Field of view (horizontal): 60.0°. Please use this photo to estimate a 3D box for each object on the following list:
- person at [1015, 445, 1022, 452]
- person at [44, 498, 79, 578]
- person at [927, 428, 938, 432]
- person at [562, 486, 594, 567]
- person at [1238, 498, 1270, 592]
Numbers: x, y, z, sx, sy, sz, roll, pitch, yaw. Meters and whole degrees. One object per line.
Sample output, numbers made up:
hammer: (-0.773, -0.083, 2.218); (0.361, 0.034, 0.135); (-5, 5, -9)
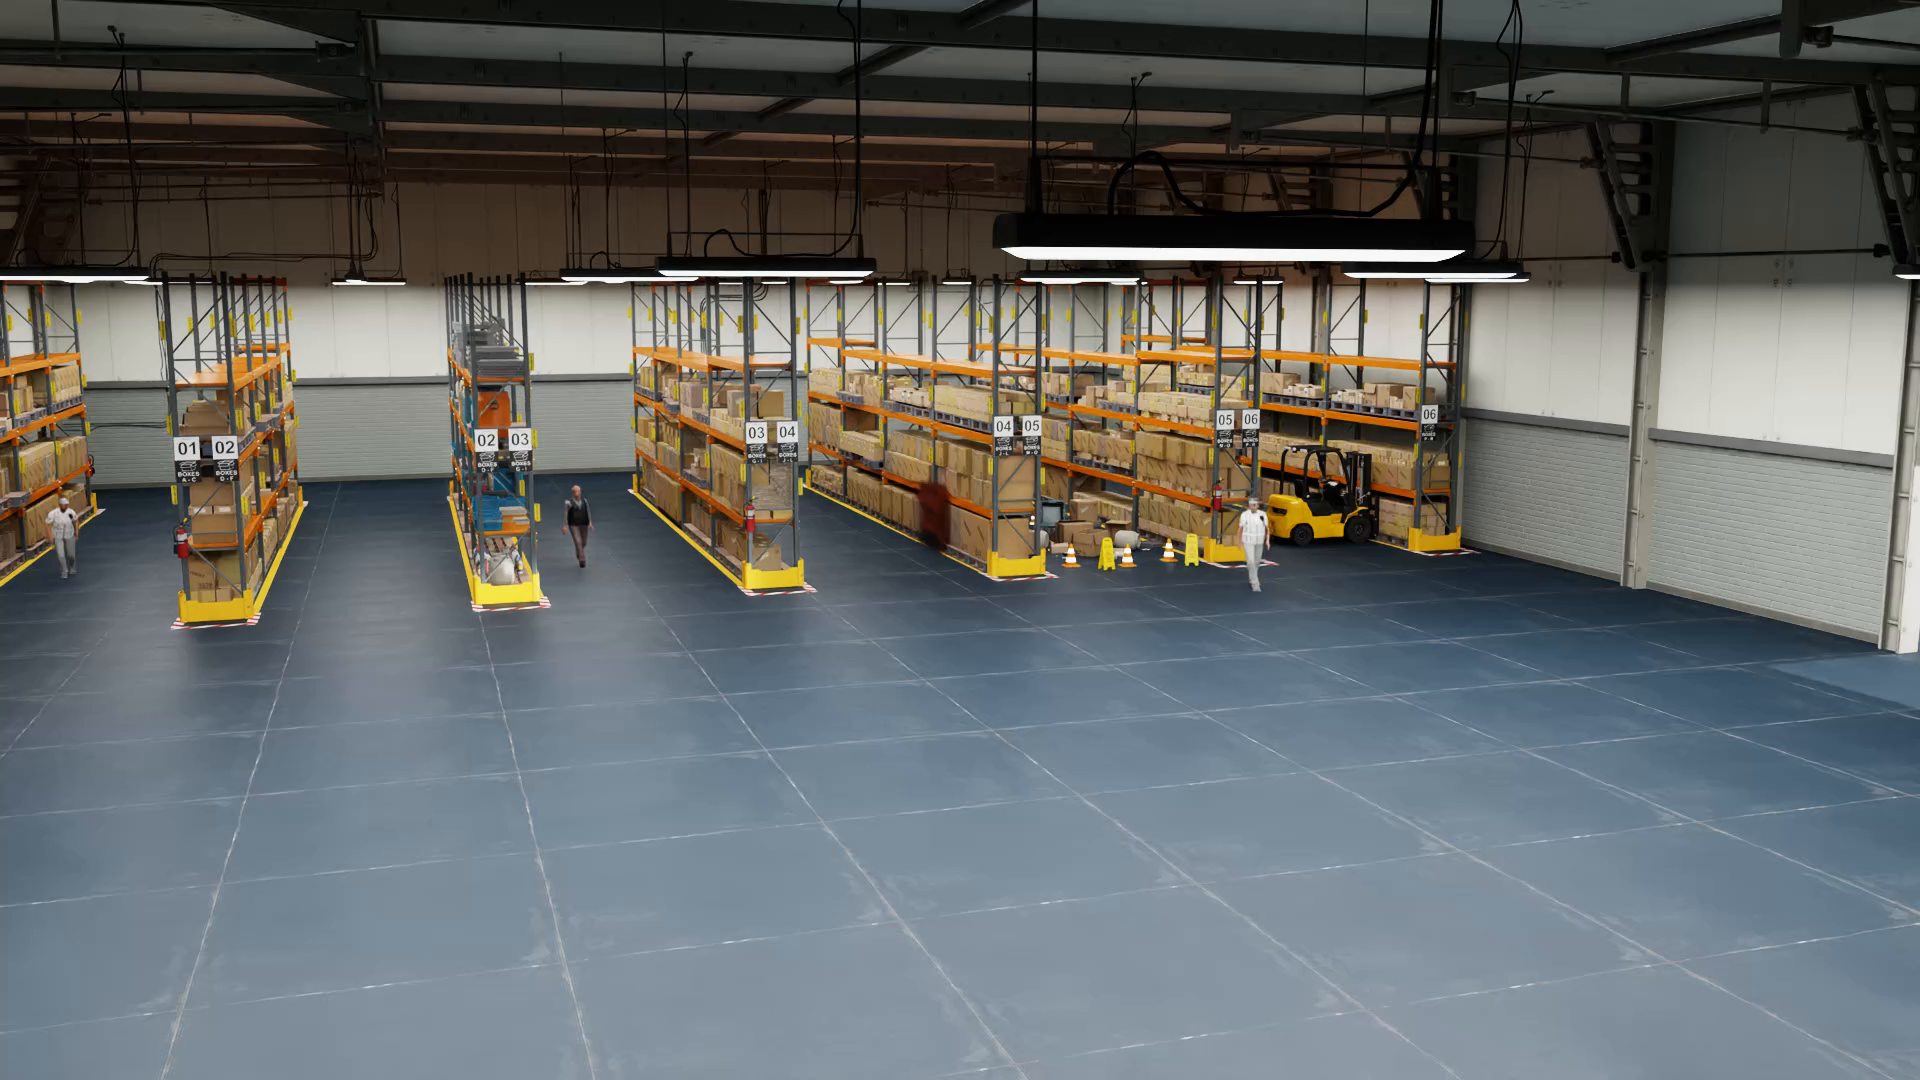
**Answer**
person: (1.441, -1.499, 41.157); (0.435, 1.702, 0.580); (8, 12, 42)
person: (-17.902, -0.054, 33.175); (0.595, 1.605, 0.576); (-4, 10, -26)
person: (-0.860, -2.962, 52.420); (0.488, 1.635, 0.465); (-7, 11, -41)
person: (-7.916, -0.297, 34.490); (0.632, 1.674, 1.058); (-5, 10, -29)
person: (5.665, 0.076, 31.931); (0.560, 1.801, 0.770); (-2, 9, -13)
